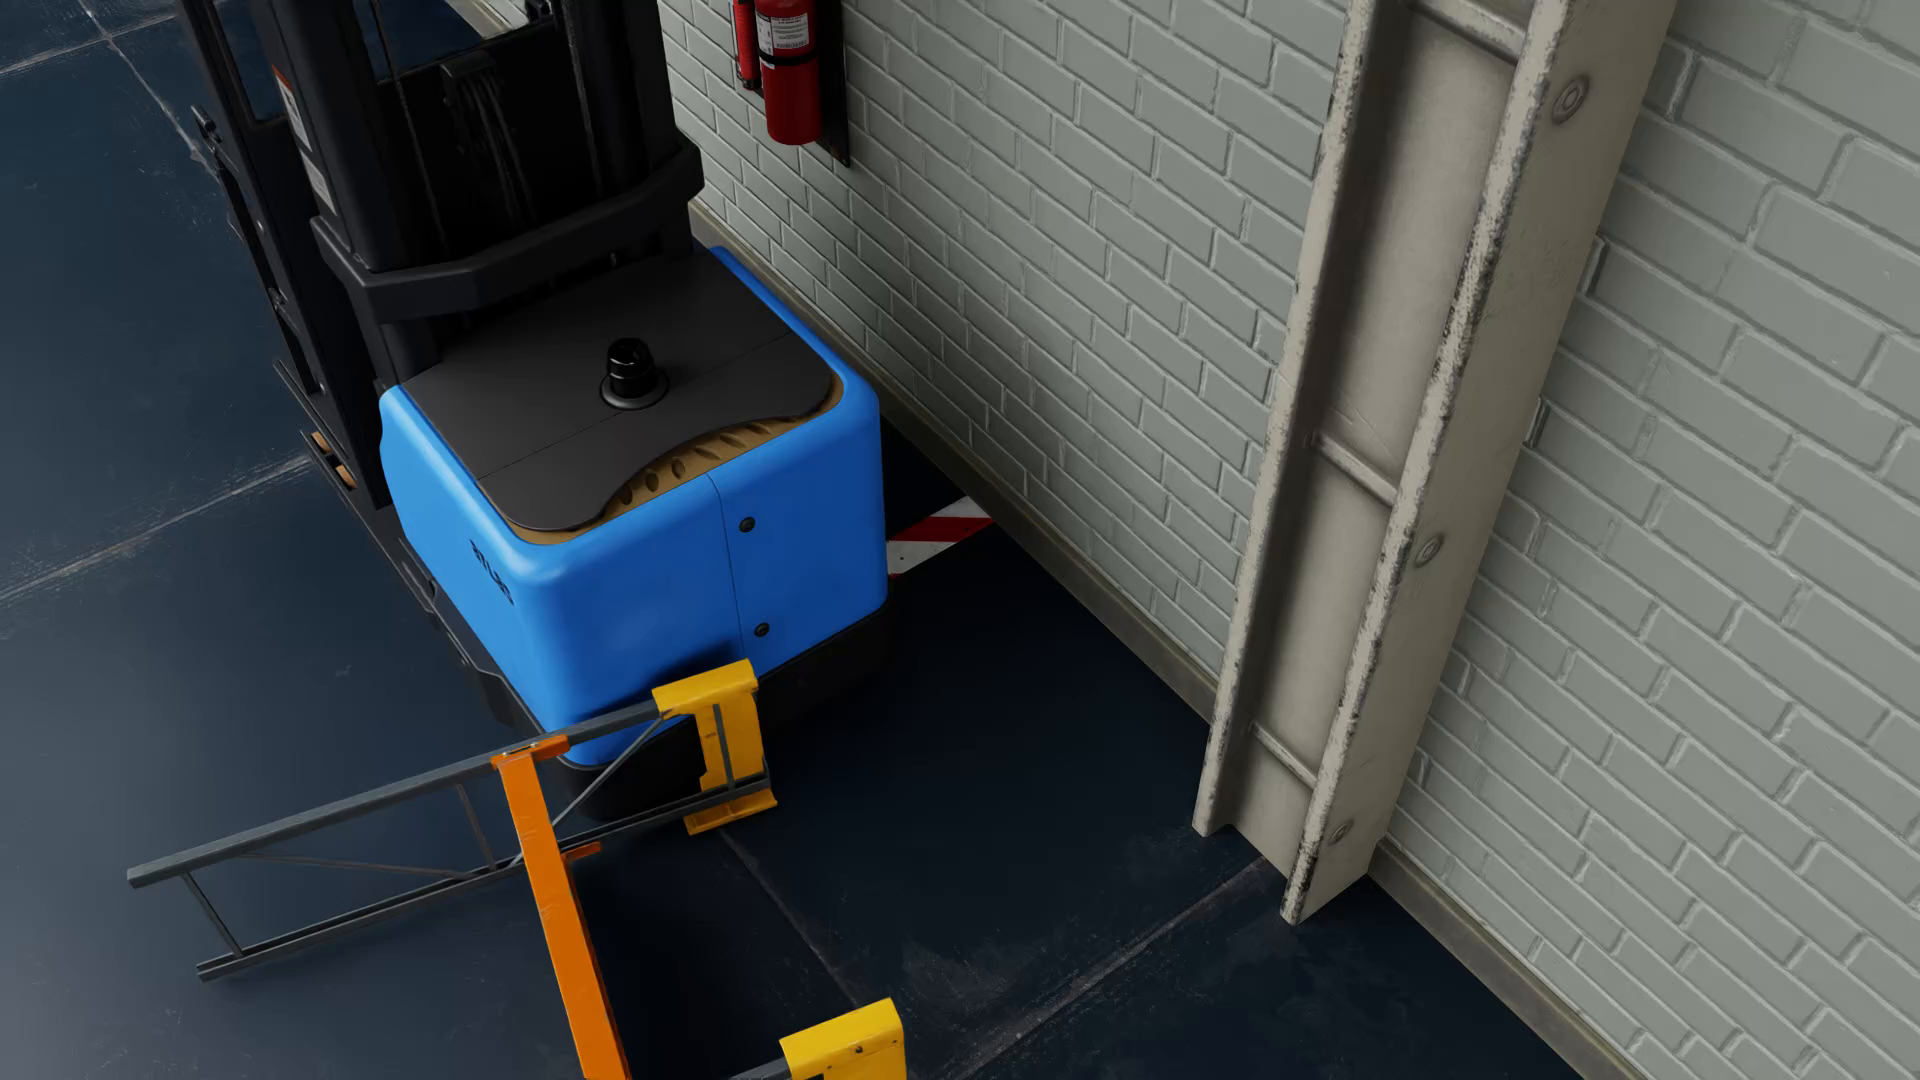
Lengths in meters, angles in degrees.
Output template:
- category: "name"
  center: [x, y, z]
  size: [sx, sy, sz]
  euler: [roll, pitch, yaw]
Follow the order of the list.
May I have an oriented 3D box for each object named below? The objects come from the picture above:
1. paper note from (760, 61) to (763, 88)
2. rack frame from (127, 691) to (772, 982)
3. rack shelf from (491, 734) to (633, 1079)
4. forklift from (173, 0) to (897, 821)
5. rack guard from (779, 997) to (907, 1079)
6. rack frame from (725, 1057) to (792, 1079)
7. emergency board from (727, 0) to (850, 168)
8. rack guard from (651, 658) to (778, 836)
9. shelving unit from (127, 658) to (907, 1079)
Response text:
- category: "paper note"
  center: [-0.646, -1.498, 5.178]
  size: [0.016, 0.148, 0.142]
  euler: [-29, 54, -24]
- category: "rack frame"
  center: [-1.216, 0.717, 4.188]
  size: [1.500, 0.500, 0.032]
  euler: [-17, 50, -15]
- category: "rack shelf"
  center: [-0.854, 1.012, 3.918]
  size: [0.185, 0.538, 1.000]
  euler: [-17, 50, -15]
- category: "forklift"
  center: [-1.475, -1.278, 4.430]
  size: [1.130, 2.935, 3.031]
  euler: [-29, 54, -24]
- category: "rack guard"
  center: [-0.249, 1.229, 3.715]
  size: [0.250, 0.587, 0.087]
  euler: [-17, 50, -15]
- category: "rack frame"
  center: [-0.825, 1.412, 3.557]
  size: [1.500, 0.500, 0.032]
  euler: [-17, 50, -15]
- category: "emergency board"
  center: [-0.594, -1.658, 4.729]
  size: [0.194, 1.169, 0.643]
  euler: [-29, 54, -24]
- category: "rack guard"
  center: [-0.631, 0.548, 4.333]
  size: [0.250, 0.587, 0.087]
  euler: [-17, 50, -15]
- category: "shelving unit"
  center: [-1.017, 1.070, 3.867]
  size: [1.500, 0.587, 1.083]
  euler: [-17, 50, -15]
